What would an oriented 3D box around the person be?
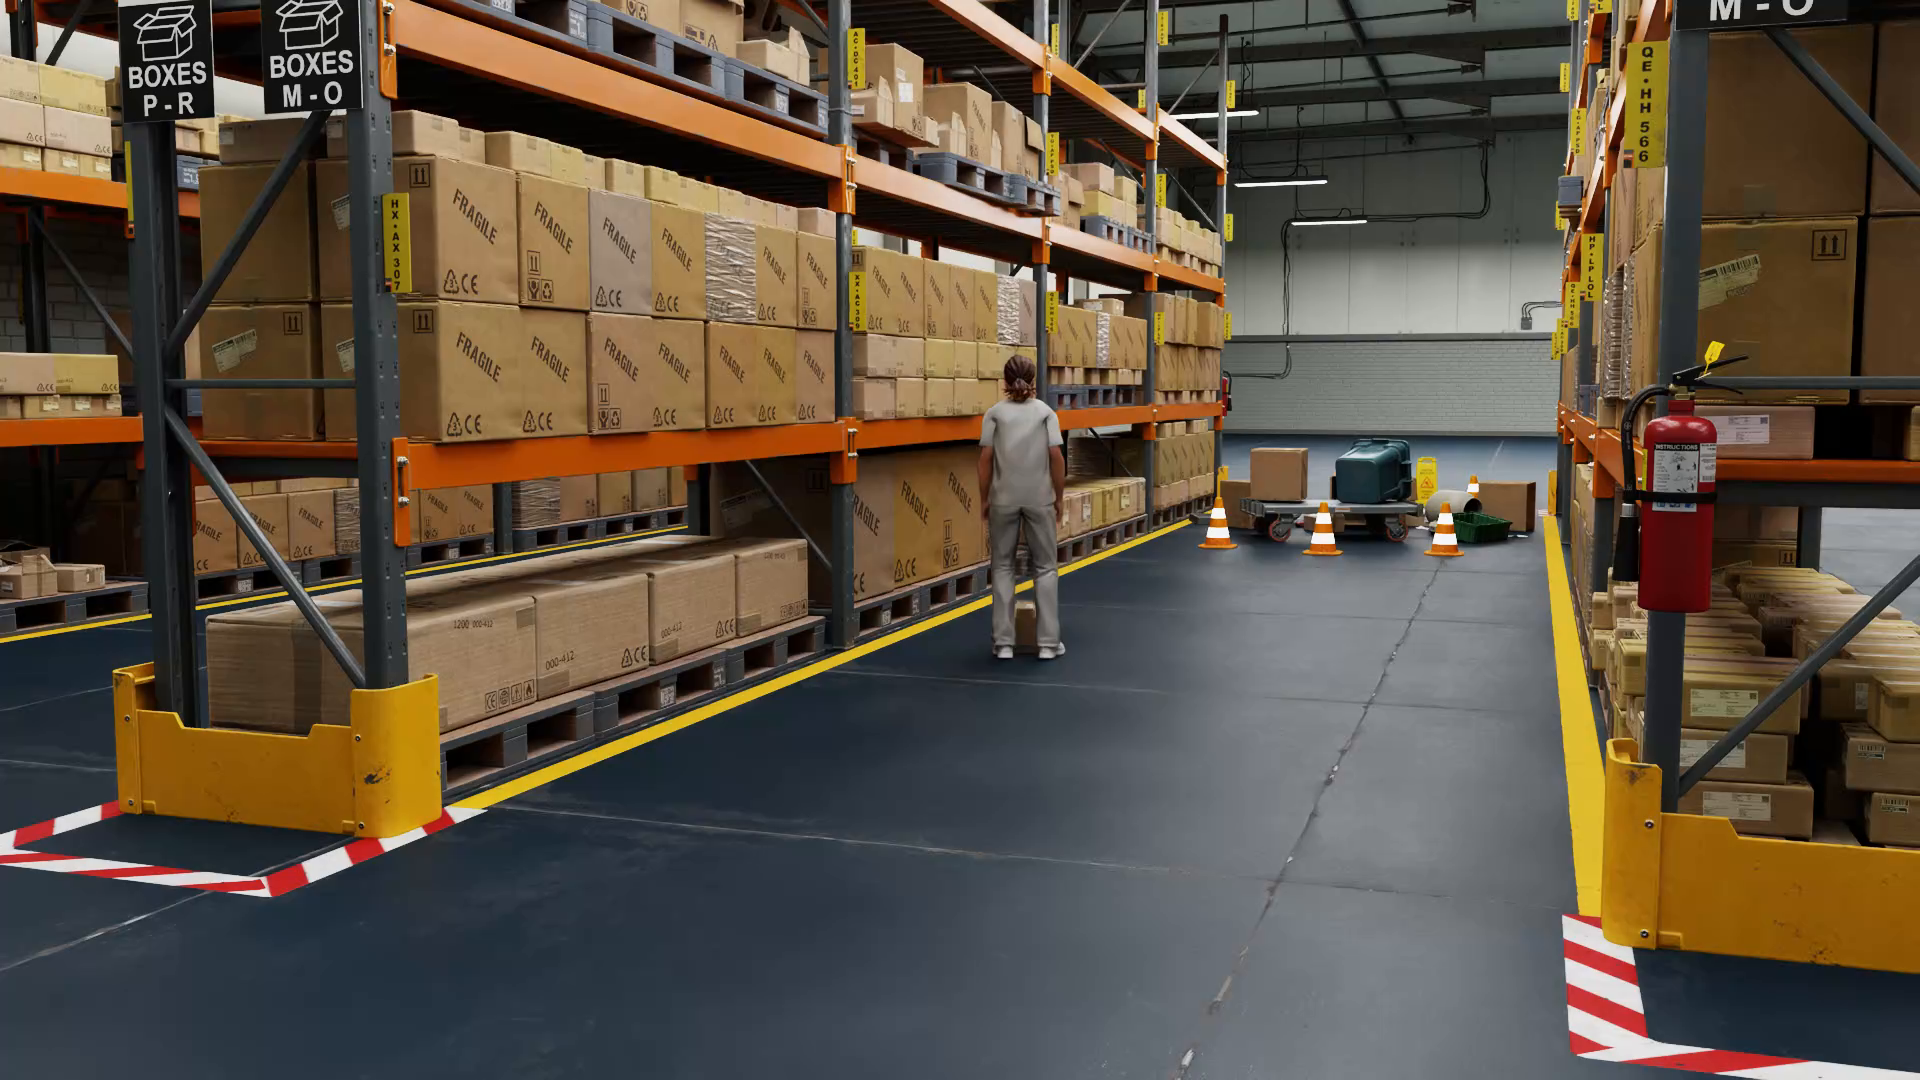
[{"bbox_3d":[0.344,-0.183,9.187,0.488,1.673,0.359,0,5,3],"label":"person"}]
